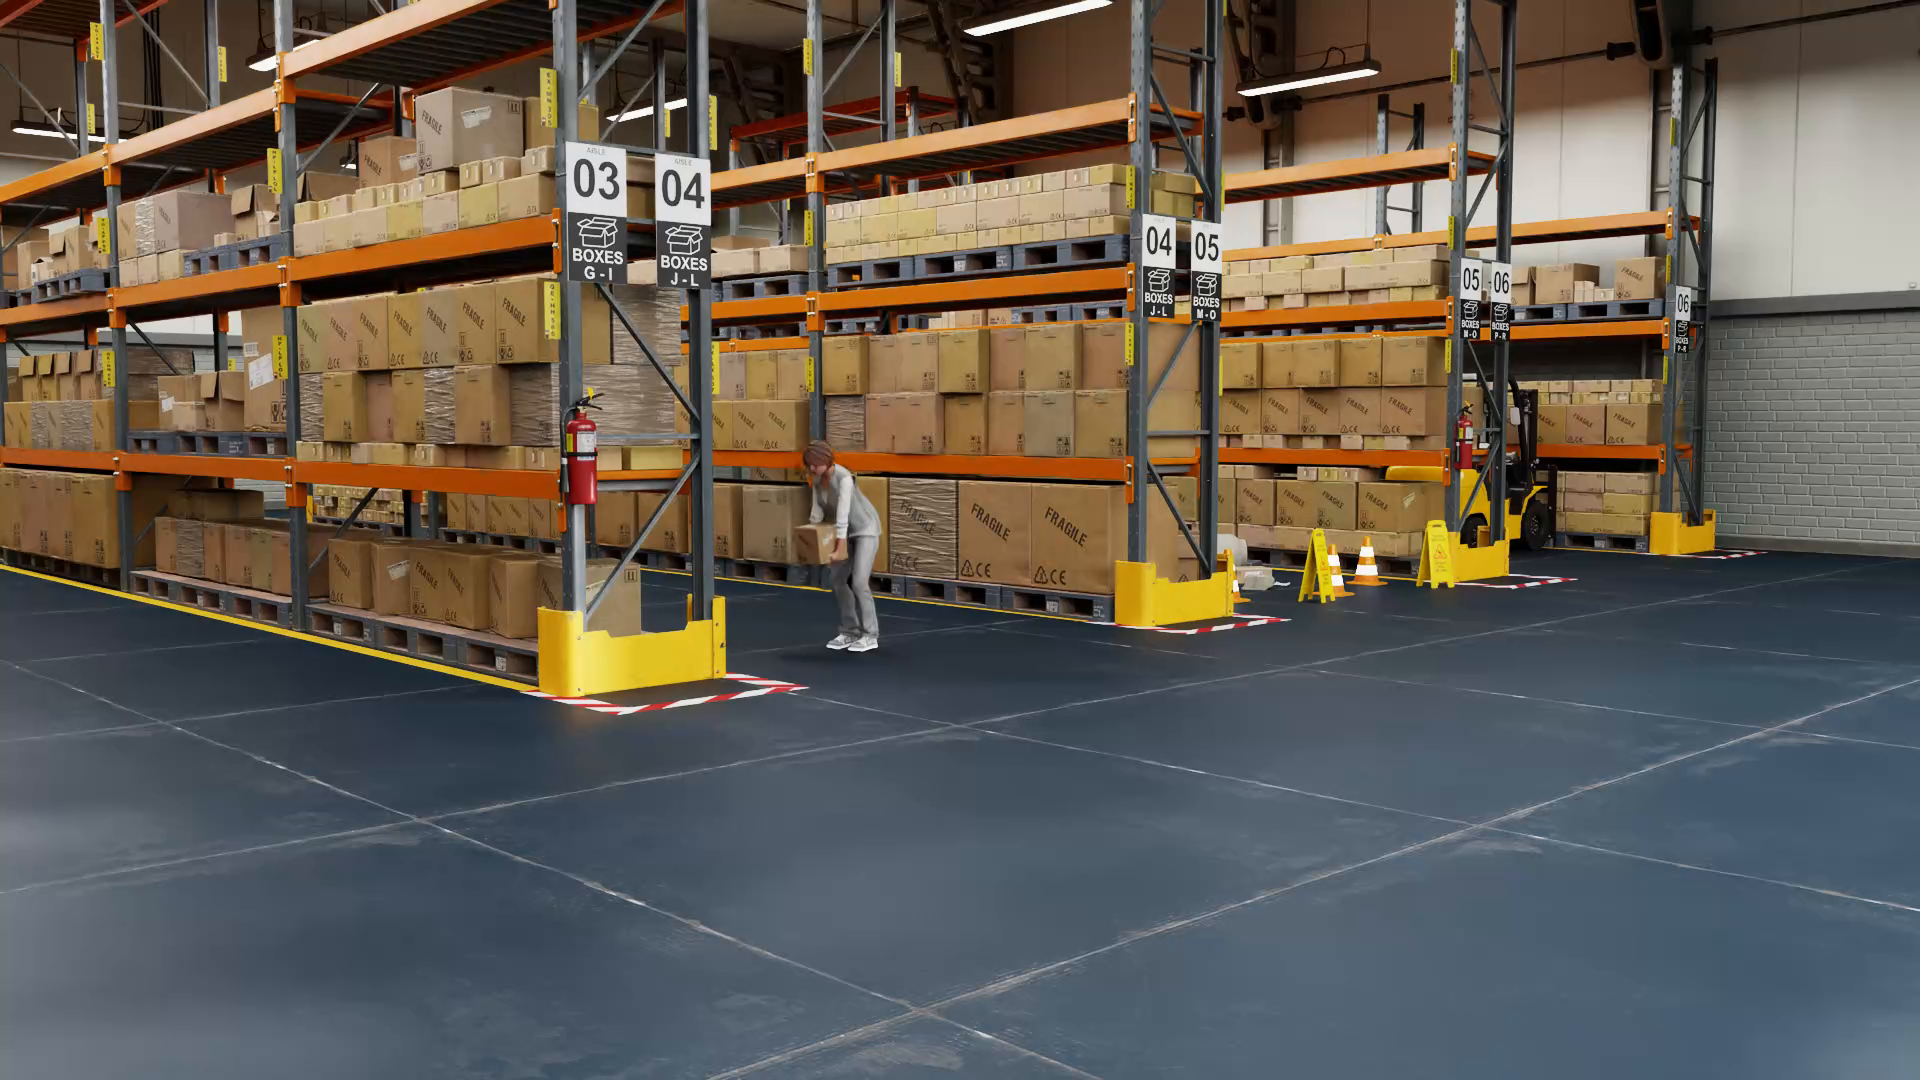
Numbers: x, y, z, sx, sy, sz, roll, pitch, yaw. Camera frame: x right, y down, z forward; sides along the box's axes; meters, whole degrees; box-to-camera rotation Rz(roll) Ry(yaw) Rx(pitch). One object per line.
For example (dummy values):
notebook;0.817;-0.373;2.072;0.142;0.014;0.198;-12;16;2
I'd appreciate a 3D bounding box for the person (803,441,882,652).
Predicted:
person;-0.833;0.045;11.558;0.636;1.473;0.376;-4;6;-45
